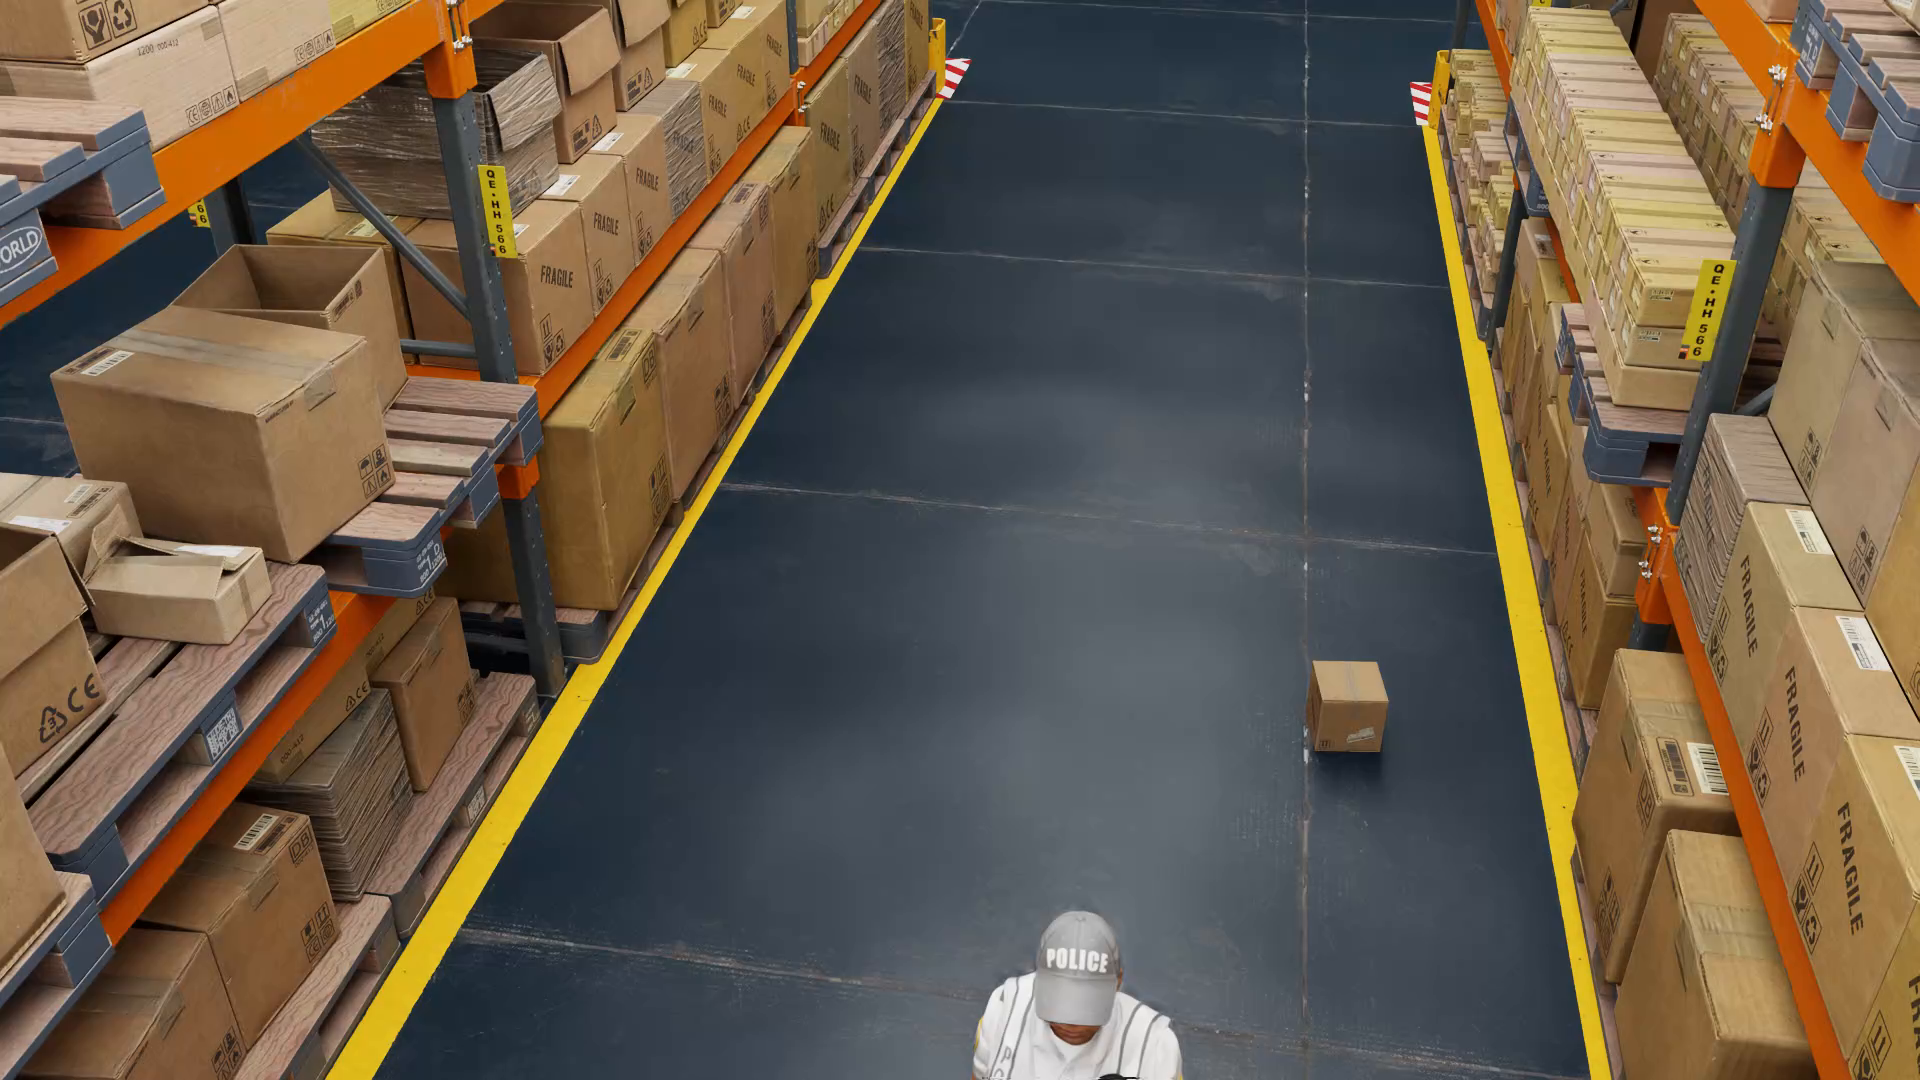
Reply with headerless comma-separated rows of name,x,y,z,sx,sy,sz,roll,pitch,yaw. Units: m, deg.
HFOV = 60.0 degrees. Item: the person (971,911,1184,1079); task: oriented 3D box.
person,0.233,1.530,3.762,0.512,1.730,0.496,8,33,12
